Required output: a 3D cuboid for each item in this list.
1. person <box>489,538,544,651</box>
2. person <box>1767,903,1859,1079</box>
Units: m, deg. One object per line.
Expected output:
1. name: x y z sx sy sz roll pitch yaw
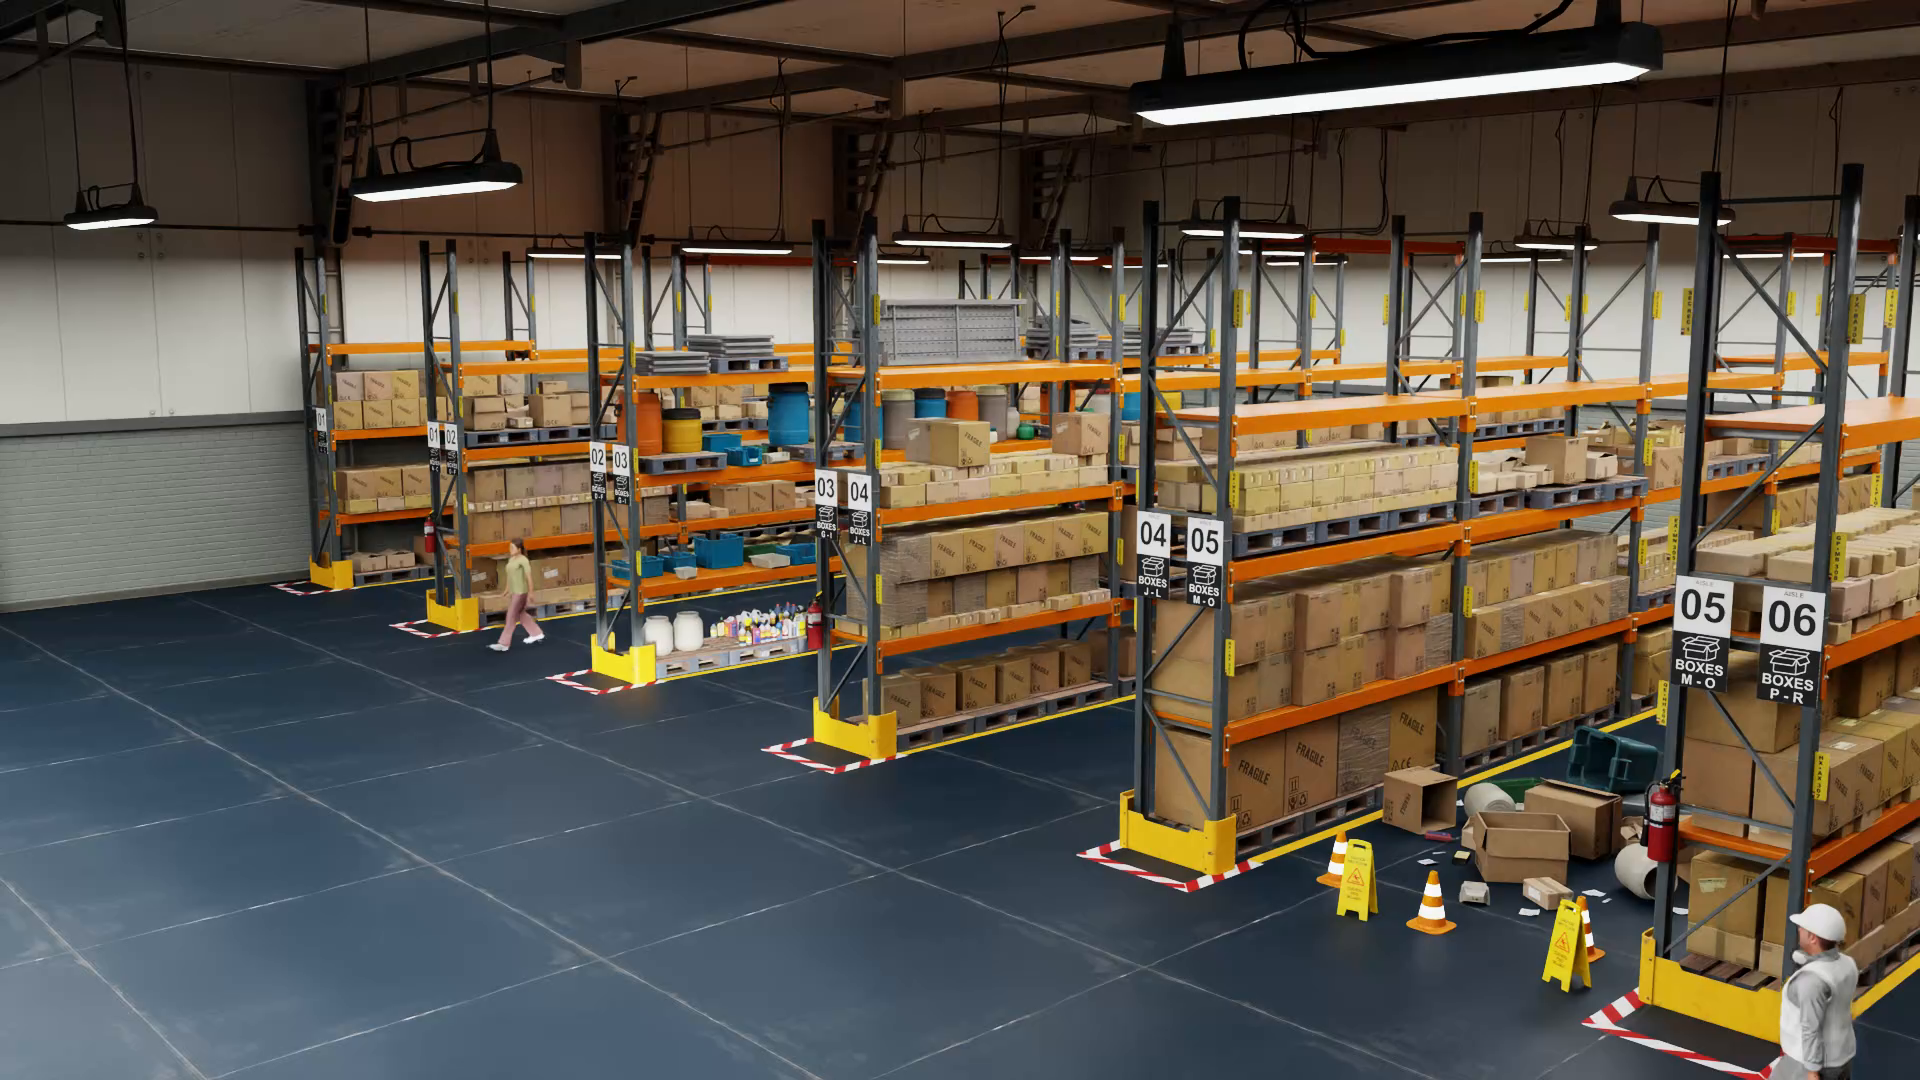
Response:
1. person: -6.518 0.780 24.385 0.946 1.642 0.513 -7 11 -41
2. person: 4.915 2.931 9.477 0.542 1.739 0.999 -8 11 -42
